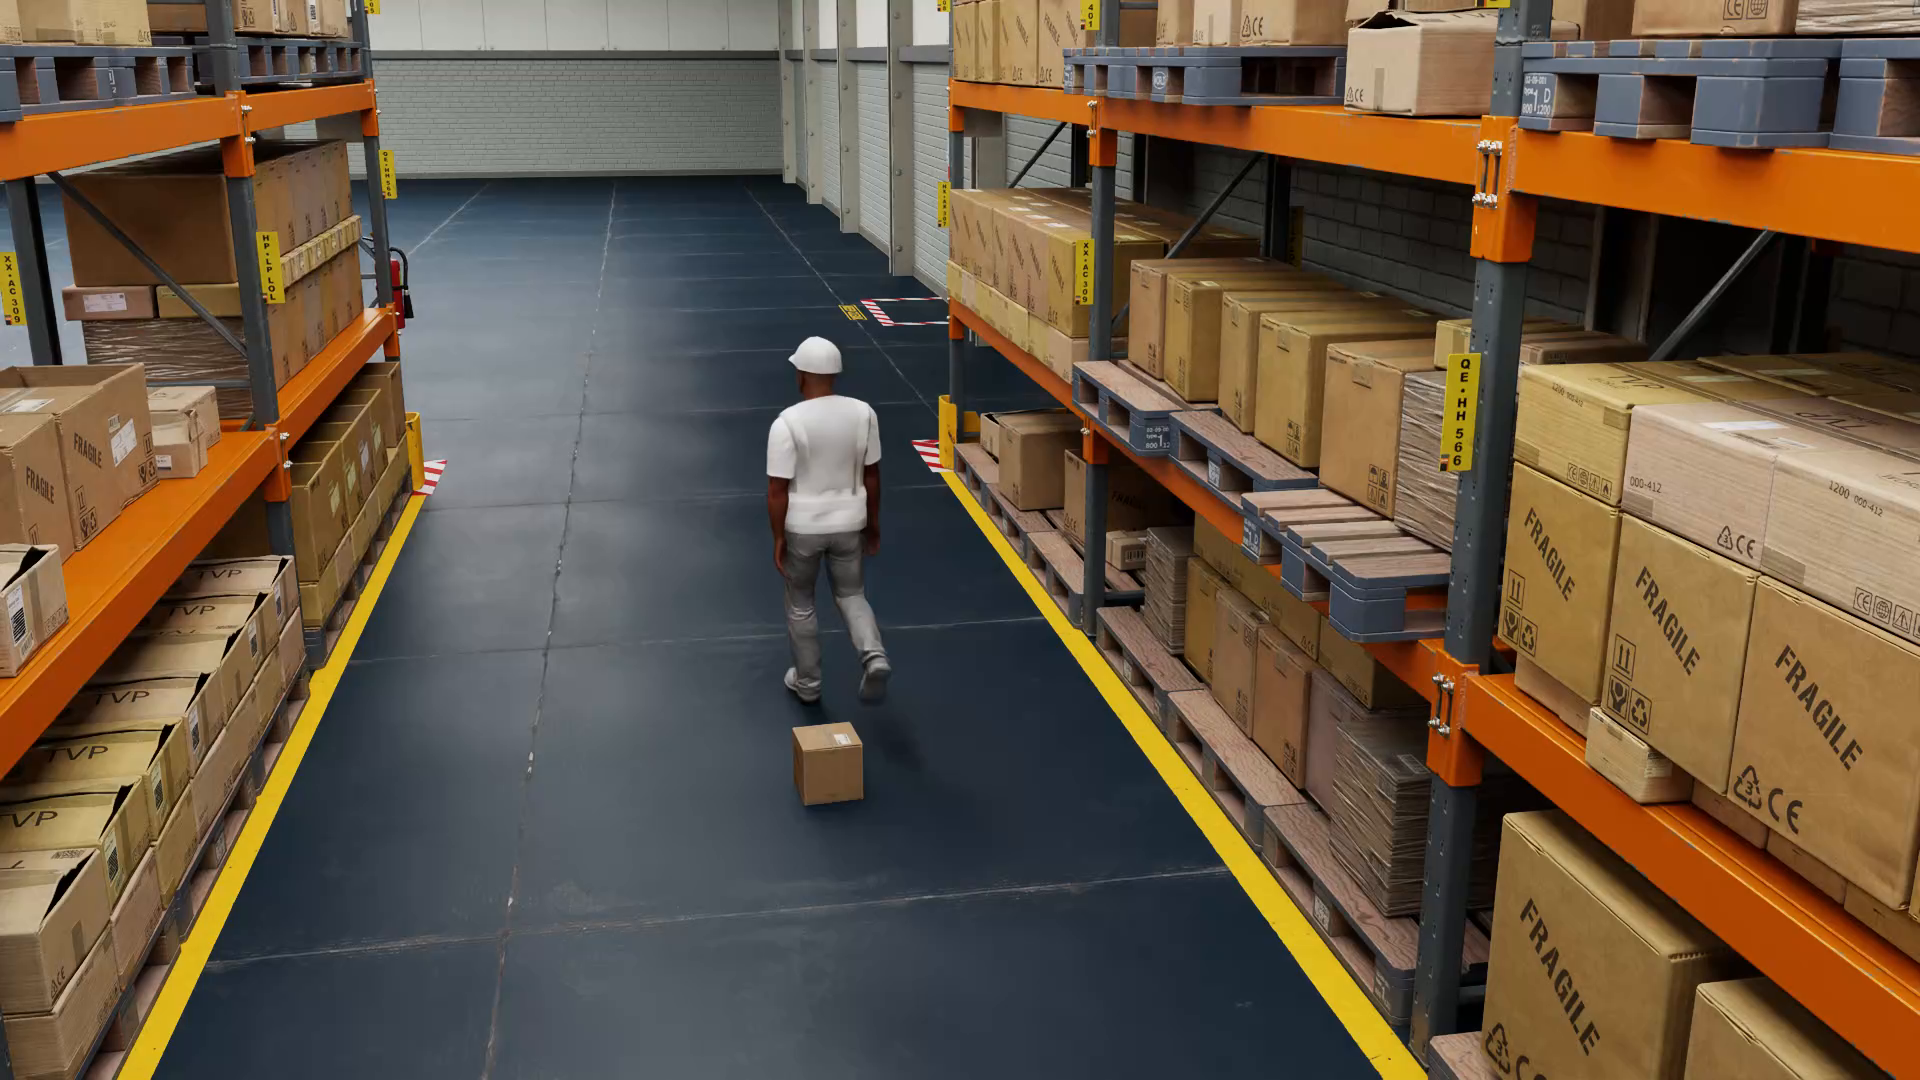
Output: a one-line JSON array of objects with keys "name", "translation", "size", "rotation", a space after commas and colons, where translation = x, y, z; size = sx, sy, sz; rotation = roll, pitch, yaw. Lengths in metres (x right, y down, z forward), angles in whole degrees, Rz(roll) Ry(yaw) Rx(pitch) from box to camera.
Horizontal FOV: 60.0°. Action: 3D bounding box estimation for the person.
[{"name": "person", "translation": [-0.606, -0.055, 7.638], "size": [0.573, 1.750, 0.772], "rotation": [-8, 18, -25]}]
